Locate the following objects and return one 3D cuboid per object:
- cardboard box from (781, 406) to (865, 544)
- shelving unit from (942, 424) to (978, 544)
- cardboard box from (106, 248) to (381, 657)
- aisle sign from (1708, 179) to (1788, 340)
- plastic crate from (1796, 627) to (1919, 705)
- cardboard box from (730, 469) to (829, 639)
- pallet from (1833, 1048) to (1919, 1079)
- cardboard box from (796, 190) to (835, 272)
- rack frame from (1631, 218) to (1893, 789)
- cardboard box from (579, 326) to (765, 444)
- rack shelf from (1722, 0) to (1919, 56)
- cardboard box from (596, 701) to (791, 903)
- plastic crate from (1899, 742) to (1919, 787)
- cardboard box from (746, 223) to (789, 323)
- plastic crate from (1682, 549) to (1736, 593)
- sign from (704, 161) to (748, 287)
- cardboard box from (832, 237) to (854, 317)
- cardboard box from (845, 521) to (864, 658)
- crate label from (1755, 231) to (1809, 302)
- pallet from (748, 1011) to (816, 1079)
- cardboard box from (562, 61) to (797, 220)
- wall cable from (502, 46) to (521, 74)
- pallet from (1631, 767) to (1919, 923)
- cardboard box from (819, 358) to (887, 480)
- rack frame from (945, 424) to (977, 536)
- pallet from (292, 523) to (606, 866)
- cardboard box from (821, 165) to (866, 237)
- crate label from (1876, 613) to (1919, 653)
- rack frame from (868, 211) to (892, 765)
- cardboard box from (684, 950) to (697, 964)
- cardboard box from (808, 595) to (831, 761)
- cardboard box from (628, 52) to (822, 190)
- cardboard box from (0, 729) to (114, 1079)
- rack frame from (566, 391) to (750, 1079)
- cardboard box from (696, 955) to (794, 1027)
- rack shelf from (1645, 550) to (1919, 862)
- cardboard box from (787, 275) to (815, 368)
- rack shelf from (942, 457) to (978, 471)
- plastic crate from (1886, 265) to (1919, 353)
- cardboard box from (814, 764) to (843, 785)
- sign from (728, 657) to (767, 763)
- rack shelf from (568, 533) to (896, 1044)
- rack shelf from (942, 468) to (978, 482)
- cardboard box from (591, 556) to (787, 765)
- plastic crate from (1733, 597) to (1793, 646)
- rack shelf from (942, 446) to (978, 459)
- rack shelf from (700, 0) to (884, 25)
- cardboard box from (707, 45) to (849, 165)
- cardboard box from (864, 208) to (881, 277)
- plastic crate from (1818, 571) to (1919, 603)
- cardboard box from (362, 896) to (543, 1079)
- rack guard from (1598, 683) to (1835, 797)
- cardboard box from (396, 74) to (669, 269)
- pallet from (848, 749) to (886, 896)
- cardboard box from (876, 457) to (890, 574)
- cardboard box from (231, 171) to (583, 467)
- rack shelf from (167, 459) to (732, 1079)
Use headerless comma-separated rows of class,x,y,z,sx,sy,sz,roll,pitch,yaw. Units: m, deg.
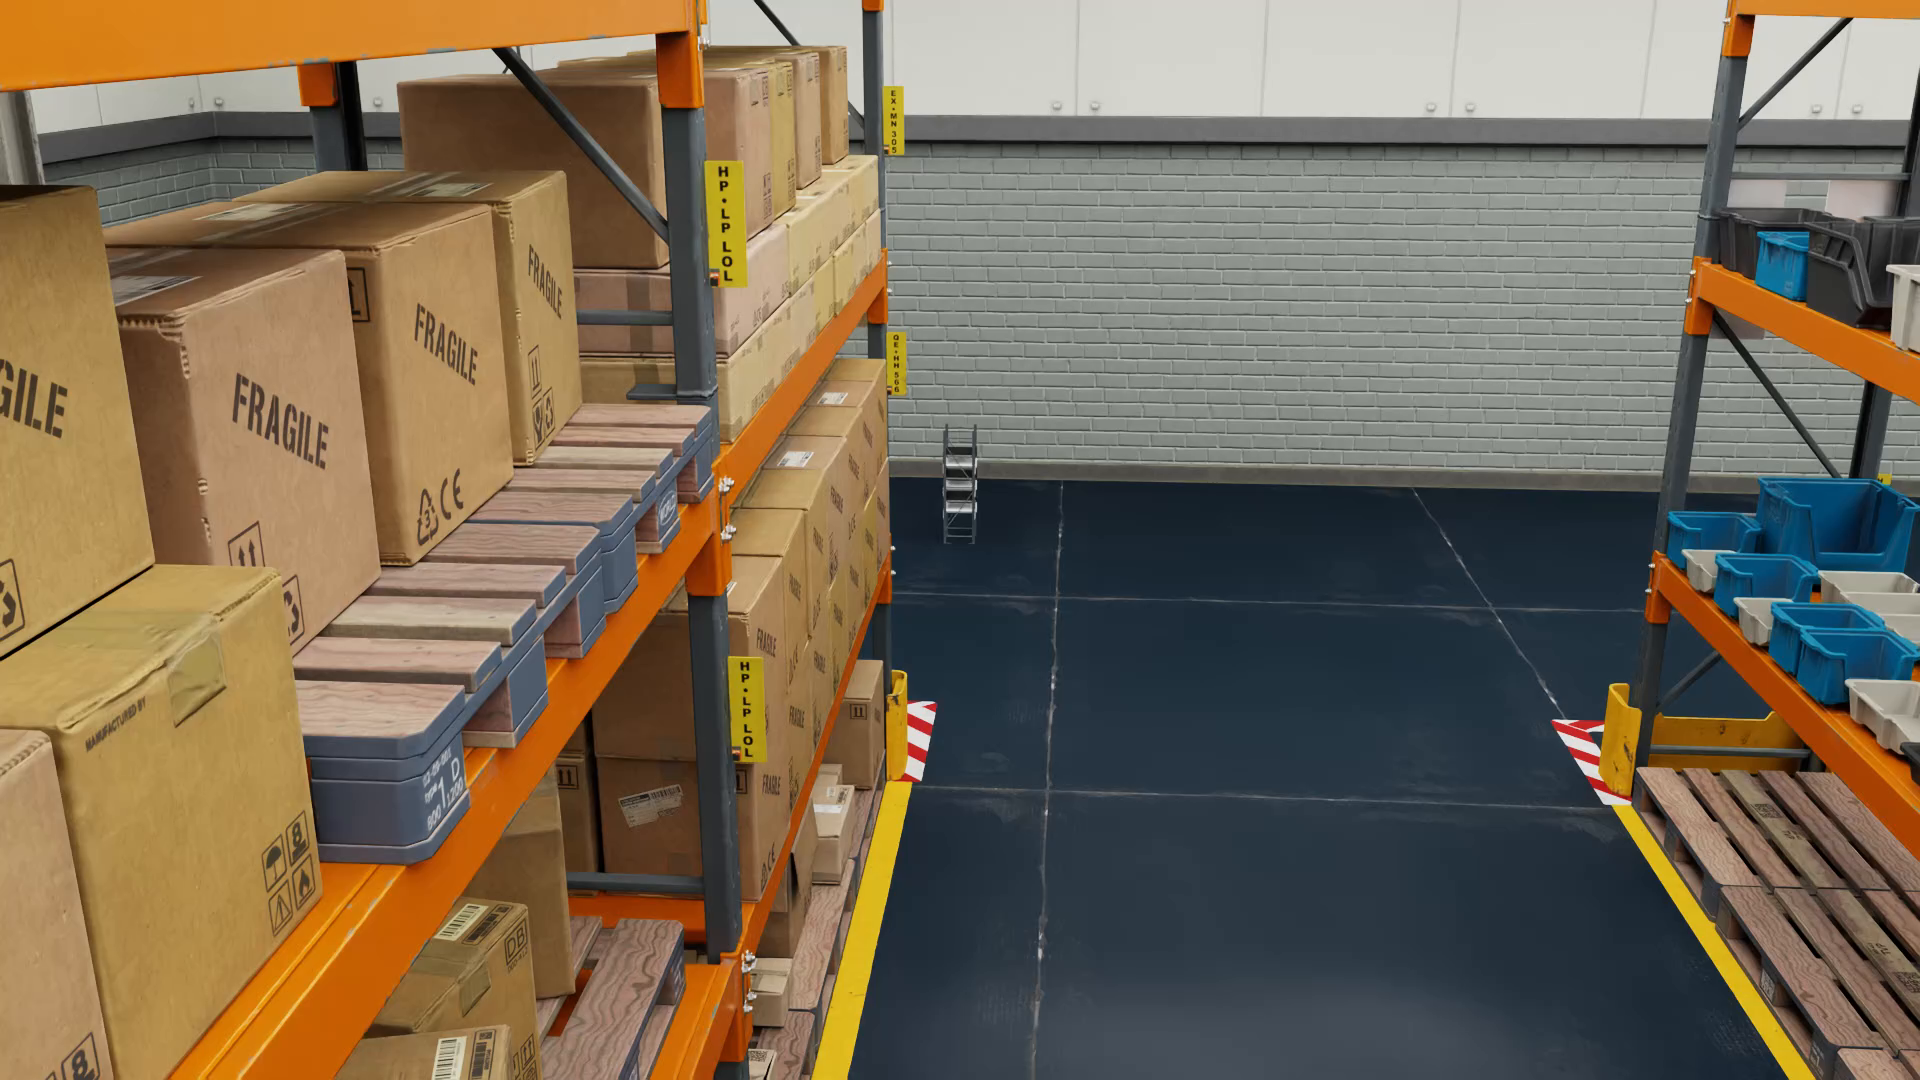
cardboard box,-0.701,-0.277,7.184,0.500,0.500,0.500,2,18,5
shelving unit,0.001,-0.430,12.791,0.258,0.900,0.210,1,18,4
cardboard box,-1.365,-0.125,2.675,0.600,0.600,0.600,1,18,2
aisle sign,3.774,-1.369,8.109,0.394,0.787,0.004,1,18,4
plastic crate,3.603,0.518,6.698,0.416,0.233,0.300,1,18,4
cardboard box,-0.774,0.043,6.208,0.500,0.500,0.500,1,18,2
pallet,3.792,2.233,5.768,1.003,0.211,1.213,1,18,4
cardboard box,-0.762,-1.177,6.319,0.500,0.250,0.500,1,18,4
rack frame,4.065,-0.105,8.426,1.000,3.000,0.127,1,18,4
cardboard box,-0.881,-0.474,4.976,0.500,0.250,0.500,1,18,4
rack shelf,3.922,-1.803,5.770,1.077,0.370,4.000,1,18,4
cardboard box,-0.854,0.826,5.424,0.500,0.500,0.500,2,18,5
plastic crate,3.590,0.886,5.747,0.437,0.125,0.590,1,18,4
cardboard box,-0.846,-0.867,5.372,0.500,0.250,0.500,1,18,4
plastic crate,3.613,0.159,7.947,0.250,0.136,0.298,1,18,4
sign,-0.608,-0.821,4.332,0.100,0.325,0.005,1,18,4
cardboard box,-0.719,-1.095,6.870,0.500,0.250,0.500,1,18,4
cardboard box,-0.711,0.197,7.344,0.500,0.500,0.500,1,18,4
crate label,3.676,-1.180,7.129,0.408,0.251,0.502,1,18,4
pallet,-1.112,2.138,6.060,1.003,0.211,1.213,1,18,4
cardboard box,-0.958,-1.382,5.739,0.700,0.500,0.500,1,18,4
wall cable,-5.055,-3.450,13.987,3.097,2.526,0.112,1,18,4
pallet,3.967,1.476,8.081,1.003,0.211,1.213,1,18,4
cardboard box,-0.633,-0.595,8.155,0.500,0.500,0.500,1,18,3
rack frame,0.008,-0.462,12.887,0.240,0.900,0.006,1,18,4
pallet,-1.350,0.213,2.941,1.213,0.211,1.003,1,18,4
cardboard box,-0.693,-1.488,7.267,0.500,0.250,0.500,1,18,4
crate label,4.156,0.426,7.133,0.396,0.136,0.243,1,18,4
rack frame,-0.875,-0.217,8.767,1.000,3.000,0.127,1,18,4
cardboard box,-1.351,1.678,6.596,0.500,0.311,0.500,1,18,4
cardboard box,-0.782,0.512,6.384,0.500,0.500,0.500,1,18,4
cardboard box,-0.945,-1.694,6.691,0.700,0.500,0.500,1,18,4
cardboard box,-1.415,0.500,1.600,0.910,0.500,0.500,1,18,4
rack frame,-1.162,1.026,4.975,1.000,3.000,0.127,1,18,4
cardboard box,-0.864,1.769,6.552,0.380,0.166,0.250,1,18,4
rack shelf,3.922,0.858,6.642,1.077,0.370,4.000,1,18,4
cardboard box,-0.803,-0.784,5.923,0.500,0.250,0.500,1,18,4
rack shelf,0.001,-0.570,12.745,0.258,0.077,0.200,1,18,4
plastic crate,3.598,-0.792,5.897,0.437,0.282,0.530,1,18,4
cardboard box,-0.788,1.219,8.229,0.380,0.166,0.250,1,18,4
sign,-0.608,0.487,4.761,0.100,0.325,0.005,1,18,4
rack shelf,-1.019,0.746,6.983,1.077,0.370,4.000,1,18,4
rack shelf,0.001,-0.484,12.773,0.258,0.077,0.200,1,18,4
cardboard box,-0.848,0.363,5.231,0.500,0.500,0.500,2,18,5
plastic crate,3.565,0.370,7.304,0.250,0.136,0.298,1,18,4
rack shelf,0.001,-0.655,12.717,0.258,0.077,0.200,1,18,4
rack shelf,-1.019,-2.103,6.049,1.077,0.370,4.000,1,18,4
cardboard box,-0.896,-2.005,7.640,0.700,0.500,0.500,1,18,4
cardboard box,-0.649,-1.405,7.818,0.500,0.250,0.500,1,18,4
plastic crate,4.187,0.249,7.672,0.396,0.136,0.243,1,18,4
cardboard box,-1.405,1.136,3.804,0.700,0.500,0.500,4,19,13
rack guard,4.054,1.075,8.839,1.175,0.500,0.348,1,18,4
cardboard box,-1.165,-1.074,4.800,0.700,0.500,0.500,1,18,4
pallet,-0.937,1.380,8.373,1.003,0.211,1.213,1,18,4
cardboard box,-0.636,-0.119,8.308,0.500,0.500,0.500,2,18,6
cardboard box,-1.272,-0.539,3.939,0.600,0.600,0.600,0,18,-1
rack shelf,-1.306,0.563,2.725,1.077,0.370,4.000,1,18,4
